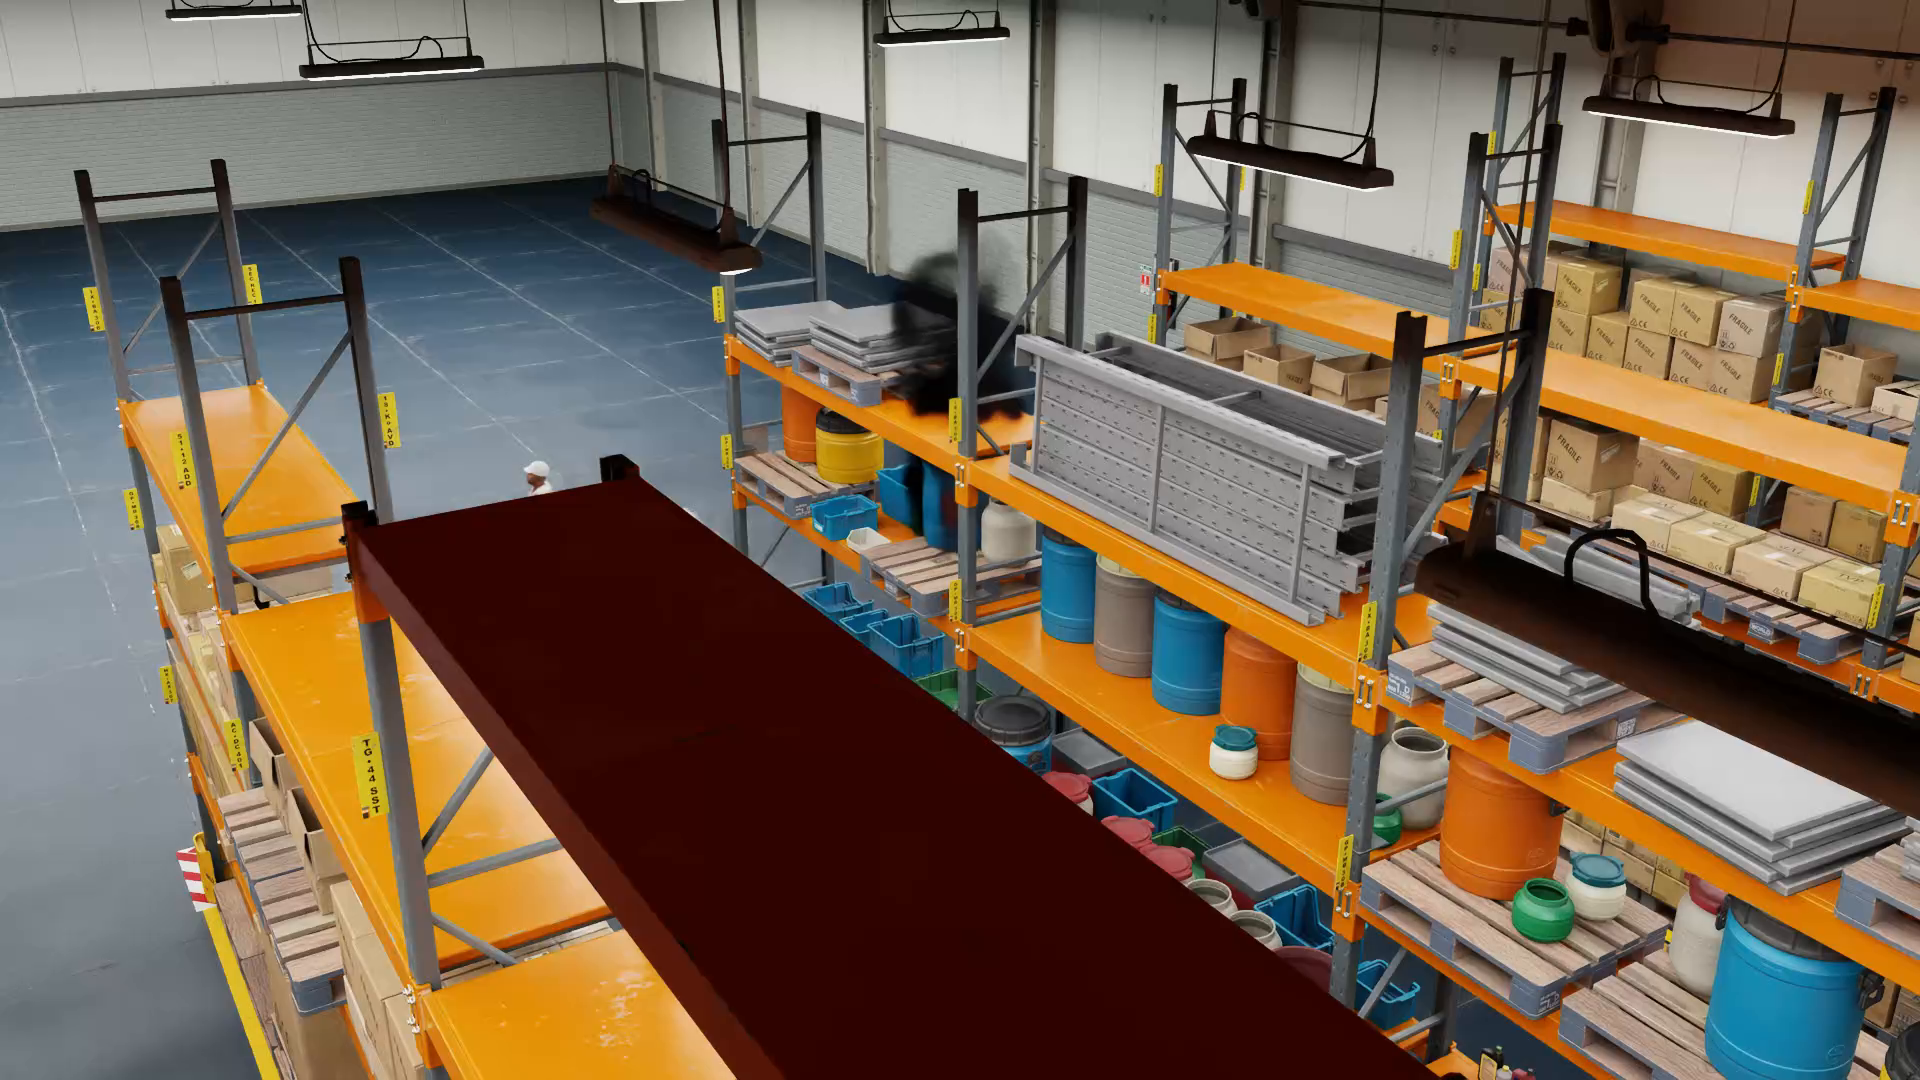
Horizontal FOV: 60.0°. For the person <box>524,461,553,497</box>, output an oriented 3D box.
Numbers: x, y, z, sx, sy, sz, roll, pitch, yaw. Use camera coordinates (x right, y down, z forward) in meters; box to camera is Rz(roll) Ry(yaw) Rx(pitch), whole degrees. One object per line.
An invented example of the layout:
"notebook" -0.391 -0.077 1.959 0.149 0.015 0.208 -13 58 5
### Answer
"person" -4.892 -0.067 19.213 0.626 1.750 0.680 -3 22 -8
